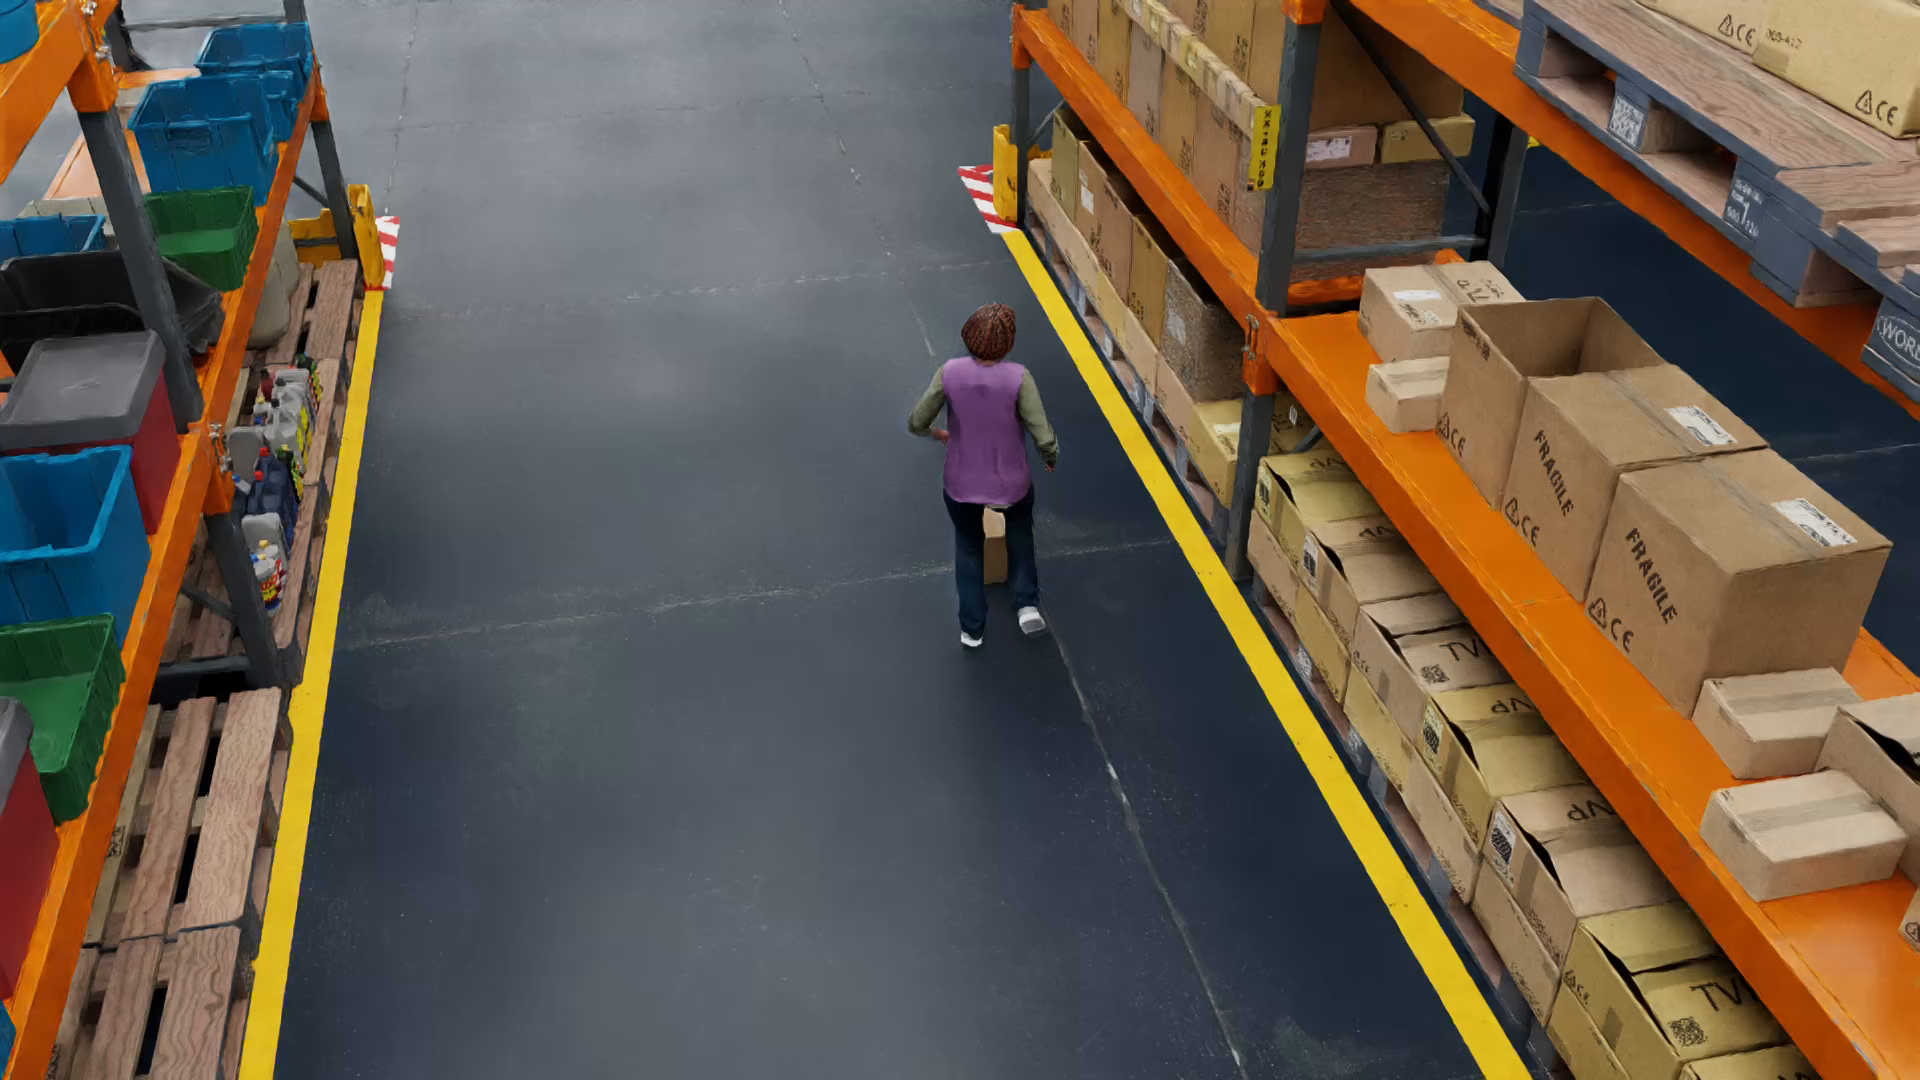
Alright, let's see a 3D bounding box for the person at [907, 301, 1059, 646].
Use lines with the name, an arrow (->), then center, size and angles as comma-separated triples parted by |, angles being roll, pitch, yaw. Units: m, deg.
person -> 0.093, -0.248, 6.552 | 0.585, 1.546, 0.439 | 2, 35, 3
